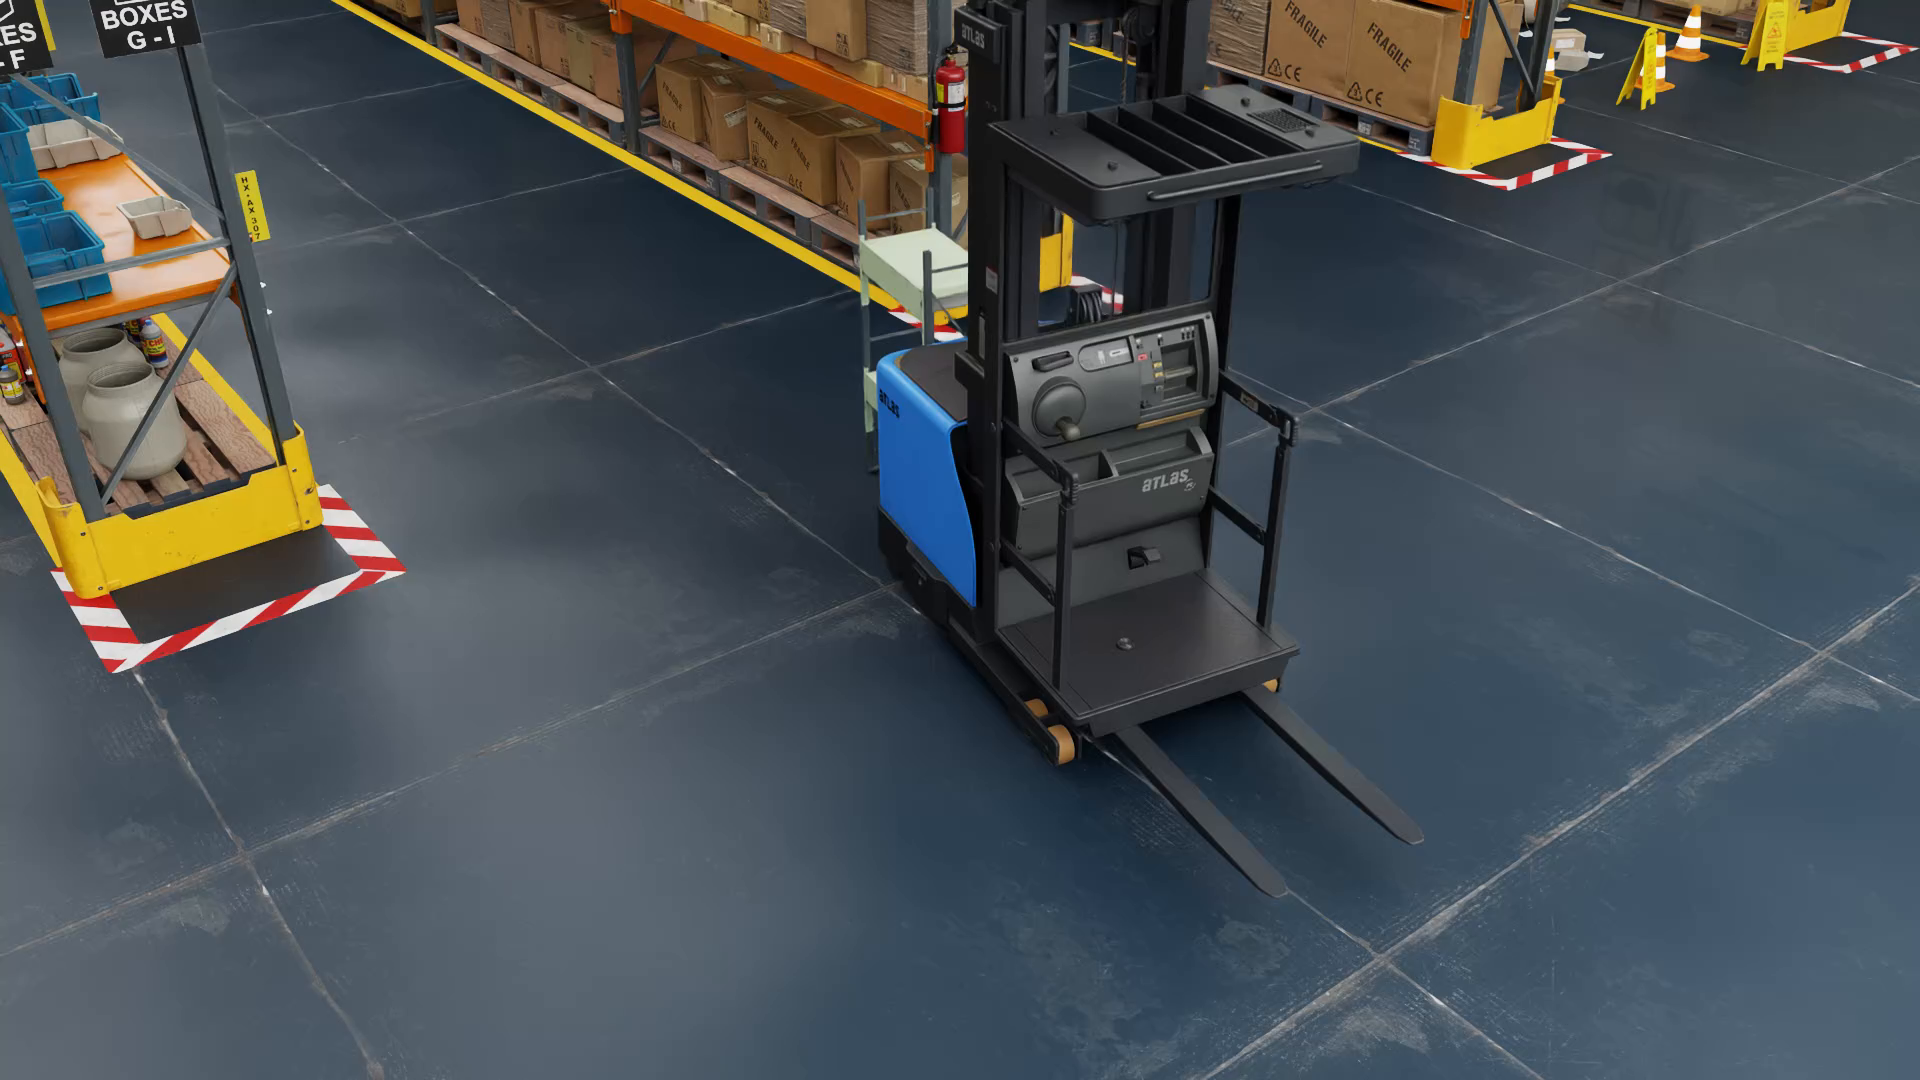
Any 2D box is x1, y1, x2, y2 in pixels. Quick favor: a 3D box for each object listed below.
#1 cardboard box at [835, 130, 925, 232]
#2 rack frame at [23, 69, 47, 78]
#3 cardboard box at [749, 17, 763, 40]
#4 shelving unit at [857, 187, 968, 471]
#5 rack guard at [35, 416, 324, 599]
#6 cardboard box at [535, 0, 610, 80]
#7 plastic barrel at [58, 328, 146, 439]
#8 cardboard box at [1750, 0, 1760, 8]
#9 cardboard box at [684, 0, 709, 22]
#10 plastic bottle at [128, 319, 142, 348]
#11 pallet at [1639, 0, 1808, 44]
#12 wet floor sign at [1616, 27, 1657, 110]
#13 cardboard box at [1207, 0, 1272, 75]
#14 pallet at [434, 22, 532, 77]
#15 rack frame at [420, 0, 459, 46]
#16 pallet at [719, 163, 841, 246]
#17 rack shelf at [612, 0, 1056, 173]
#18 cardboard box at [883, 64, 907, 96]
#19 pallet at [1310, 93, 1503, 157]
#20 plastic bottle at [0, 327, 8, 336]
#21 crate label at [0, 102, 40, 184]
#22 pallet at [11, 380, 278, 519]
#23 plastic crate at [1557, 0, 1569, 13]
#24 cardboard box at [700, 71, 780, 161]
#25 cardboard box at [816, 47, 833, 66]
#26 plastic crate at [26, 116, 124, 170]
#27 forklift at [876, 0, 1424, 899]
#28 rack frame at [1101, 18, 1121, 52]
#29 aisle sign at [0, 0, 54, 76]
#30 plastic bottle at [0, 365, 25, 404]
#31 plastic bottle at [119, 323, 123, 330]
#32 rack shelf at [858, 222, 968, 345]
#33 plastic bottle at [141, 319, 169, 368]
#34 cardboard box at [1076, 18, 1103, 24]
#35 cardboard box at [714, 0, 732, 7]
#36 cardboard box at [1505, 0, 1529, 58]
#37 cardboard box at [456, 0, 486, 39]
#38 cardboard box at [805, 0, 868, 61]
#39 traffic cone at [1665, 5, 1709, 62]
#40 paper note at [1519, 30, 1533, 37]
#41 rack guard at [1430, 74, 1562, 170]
[{"bbox_3d":[-0.524,-2.450,11.322,0.500,0.500,0.500,-12,34,-19],"label":"cardboard box"},{"bbox_3d":[-6.126,-2.894,10.067,1.000,3.000,0.127,-22,38,-31],"label":"rack frame"},{"bbox_3d":[-1.200,-3.493,11.268,0.380,0.149,0.250,-22,38,-31],"label":"cardboard box"},{"bbox_3d":[-0.150,-0.882,8.249,0.431,1.500,0.755,-15,35,-23],"label":"shelving unit"},{"bbox_3d":[-3.757,-0.182,8.068,1.175,0.500,0.348,-22,38,-31],"label":"rack guard"},{"bbox_3d":[-3.194,-4.322,14.318,0.700,0.500,0.500,-26,40,-35],"label":"cardboard box"},{"bbox_3d":[-4.445,-0.807,8.666,0.421,0.512,0.421,0,32,0],"label":"plastic barrel"},{"bbox_3d":[7.791,-5.472,16.425,0.500,0.250,0.500,-23,38,-32],"label":"cardboard box"},{"bbox_3d":[-1.720,-3.781,11.732,0.380,0.149,0.250,-22,38,-31],"label":"cardboard box"},{"bbox_3d":[-4.749,-1.254,9.595,0.097,0.271,0.097,0,32,0],"label":"plastic bottle"},{"bbox_3d":[7.550,-5.233,16.475,1.003,0.211,1.213,-22,38,-31],"label":"pallet"},{"bbox_3d":[5.801,-4.020,14.112,0.232,0.644,0.267,26,40,35],"label":"wet floor sign"},{"bbox_3d":[2.652,-4.676,14.551,0.875,0.875,0.875,-22,38,-31],"label":"cardboard box"},{"bbox_3d":[-4.189,-4.653,15.541,1.003,0.211,1.213,-22,38,-31],"label":"pallet"},{"bbox_3d":[-4.667,-6.164,15.331,1.000,3.000,0.127,-22,38,-31],"label":"rack frame"},{"bbox_3d":[-1.022,-2.535,12.131,1.003,0.211,1.213,-22,38,-31],"label":"pallet"},{"bbox_3d":[-0.987,-3.357,11.494,1.077,0.370,4.000,-22,38,-31],"label":"rack shelf"},{"bbox_3d":[-0.252,-2.879,10.281,0.380,0.149,0.250,-22,38,-31],"label":"cardboard box"},{"bbox_3d":[3.667,-3.515,13.710,1.003,0.211,1.213,-22,38,-31],"label":"pallet"},{"bbox_3d":[-5.364,-1.052,9.266,0.152,0.276,0.135,-23,39,-33],"label":"plastic bottle"},{"bbox_3d":[-5.016,-1.922,8.467,0.502,0.435,0.616,-22,38,-31],"label":"crate label"},{"bbox_3d":[-4.251,-0.399,8.693,1.003,0.211,1.213,-22,38,-31],"label":"pallet"},{"bbox_3d":[5.929,-5.543,17.099,0.583,0.080,0.402,18,36,27],"label":"plastic crate"},{"bbox_3d":[-1.643,-3.197,12.526,0.500,0.500,0.500,-11,33,-16],"label":"cardboard box"},{"bbox_3d":[-0.707,-3.193,10.787,0.380,0.149,0.250,-22,38,-31],"label":"cardboard box"},{"bbox_3d":[-4.930,-2.187,9.178,0.530,0.136,0.437,-22,38,-31],"label":"plastic crate"},{"bbox_3d":[0.717,-0.596,6.432,1.130,2.935,3.031,-15,35,-23],"label":"forklift"},{"bbox_3d":[1.766,-6.059,15.163,1.000,3.000,0.127,-22,38,-31],"label":"rack frame"},{"bbox_3d":[-3.864,-2.205,6.494,0.394,0.787,0.004,-22,38,-31],"label":"aisle sign"},{"bbox_3d":[-5.146,-0.849,9.009,0.097,0.201,0.097,0,32,0],"label":"plastic bottle"},{"bbox_3d":[-4.935,-1.380,9.798,0.097,0.271,0.097,0,32,0],"label":"plastic bottle"},{"bbox_3d":[-0.150,-1.214,8.043,0.431,0.370,0.720,-15,35,-23],"label":"rack shelf"},{"bbox_3d":[-4.539,-1.111,9.365,0.097,0.271,0.097,0,32,0],"label":"plastic bottle"},{"bbox_3d":[1.314,-5.511,16.015,1.050,0.750,0.750,-22,38,-32],"label":"cardboard box"},{"bbox_3d":[-1.322,-4.062,11.571,0.875,0.500,0.500,-22,38,-31],"label":"cardboard box"},{"bbox_3d":[4.990,-4.888,15.643,0.637,0.503,0.797,6,32,10],"label":"cardboard box"},{"bbox_3d":[-4.240,-5.016,15.435,0.700,0.500,0.500,-25,39,-34],"label":"cardboard box"},{"bbox_3d":[-0.478,-3.406,10.514,0.875,0.500,0.500,-22,38,-31],"label":"cardboard box"},{"bbox_3d":[6.784,-4.720,15.411,0.336,0.463,0.334,-22,38,-31],"label":"traffic cone"},{"bbox_3d":[5.513,-4.922,16.157,0.148,0.019,0.142,-10,33,-15],"label":"paper note"},{"bbox_3d":[4.234,-3.320,13.122,1.175,0.500,0.348,-22,38,-31],"label":"rack guard"}]
